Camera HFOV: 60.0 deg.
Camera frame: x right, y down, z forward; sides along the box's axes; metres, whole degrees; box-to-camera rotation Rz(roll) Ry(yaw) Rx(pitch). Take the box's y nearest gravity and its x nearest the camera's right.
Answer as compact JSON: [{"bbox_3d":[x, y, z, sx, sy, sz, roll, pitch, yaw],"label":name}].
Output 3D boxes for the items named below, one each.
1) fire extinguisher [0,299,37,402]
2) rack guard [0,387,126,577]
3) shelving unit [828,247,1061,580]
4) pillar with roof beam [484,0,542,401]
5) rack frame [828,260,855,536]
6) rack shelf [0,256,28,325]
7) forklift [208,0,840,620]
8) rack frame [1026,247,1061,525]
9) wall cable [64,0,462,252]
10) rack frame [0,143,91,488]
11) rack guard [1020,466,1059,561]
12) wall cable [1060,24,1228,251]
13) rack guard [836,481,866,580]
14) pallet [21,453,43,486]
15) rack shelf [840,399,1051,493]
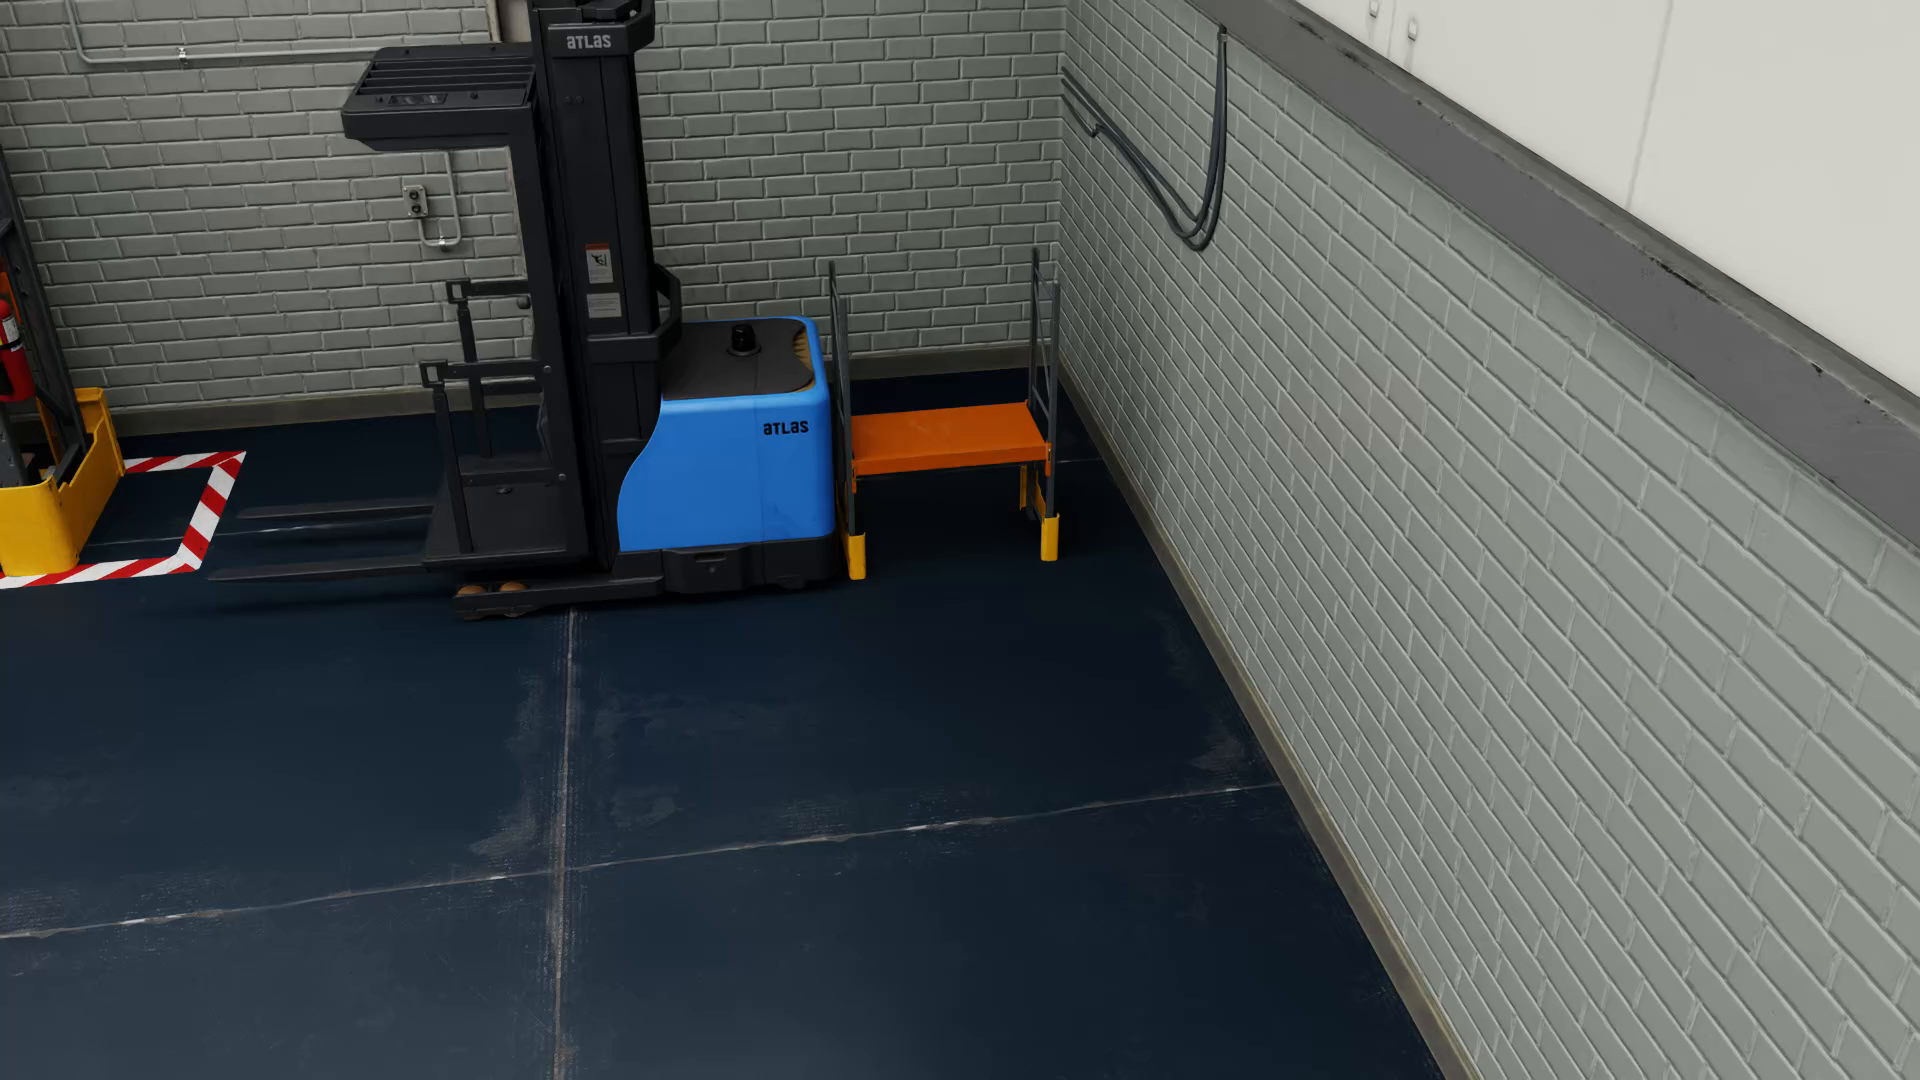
[{"bbox_3d":[-4.587,-0.993,7.924,0.183,0.674,0.296,-5,31,-9],"label":"fire extinguisher"},{"bbox_3d":[-4.795,-0.329,8.816,0.348,0.500,1.175,-5,31,-9],"label":"rack guard"},{"bbox_3d":[-0.075,-0.640,8.358,1.083,1.500,0.587,-5,31,-9],"label":"shelving unit"},{"bbox_3d":[-1.543,-2.521,4.160,0.400,9.000,9.100,-5,31,-9],"label":"pillar with roof beam"},{"bbox_3d":[-0.584,-0.592,8.278,0.032,1.500,0.500,-5,31,-9],"label":"rack frame"},{"bbox_3d":[-6.785,-0.911,8.050,4.000,0.370,1.077,-5,31,-9],"label":"rack shelf"},{"bbox_3d":[-2.164,-1.161,7.833,3.031,2.935,1.130,-4,31,-7],"label":"forklift"},{"bbox_3d":[0.416,-0.685,8.436,0.032,1.500,0.500,-5,31,-9],"label":"rack frame"},{"bbox_3d":[-3.729,-2.430,8.922,1.851,1.984,0.084,-5,31,-9],"label":"wall cable"},{"bbox_3d":[-4.818,-1.404,8.178,0.127,3.000,1.000,-5,31,-9],"label":"rack frame"},{"bbox_3d":[0.415,-0.146,8.752,0.087,0.250,0.587,-5,31,-9],"label":"rack guard"},{"bbox_3d":[0.810,-2.990,8.020,0.112,2.526,3.097,-5,31,-9],"label":"wall cable"},{"bbox_3d":[-0.565,-0.055,8.597,0.087,0.250,0.587,-5,31,-9],"label":"rack guard"},{"bbox_3d":[-5.591,-0.090,8.695,1.213,0.211,1.003,-5,31,-9],"label":"pallet"},{"bbox_3d":[-0.084,-0.484,8.448,1.000,0.185,0.538,-5,31,-9],"label":"rack shelf"}]
